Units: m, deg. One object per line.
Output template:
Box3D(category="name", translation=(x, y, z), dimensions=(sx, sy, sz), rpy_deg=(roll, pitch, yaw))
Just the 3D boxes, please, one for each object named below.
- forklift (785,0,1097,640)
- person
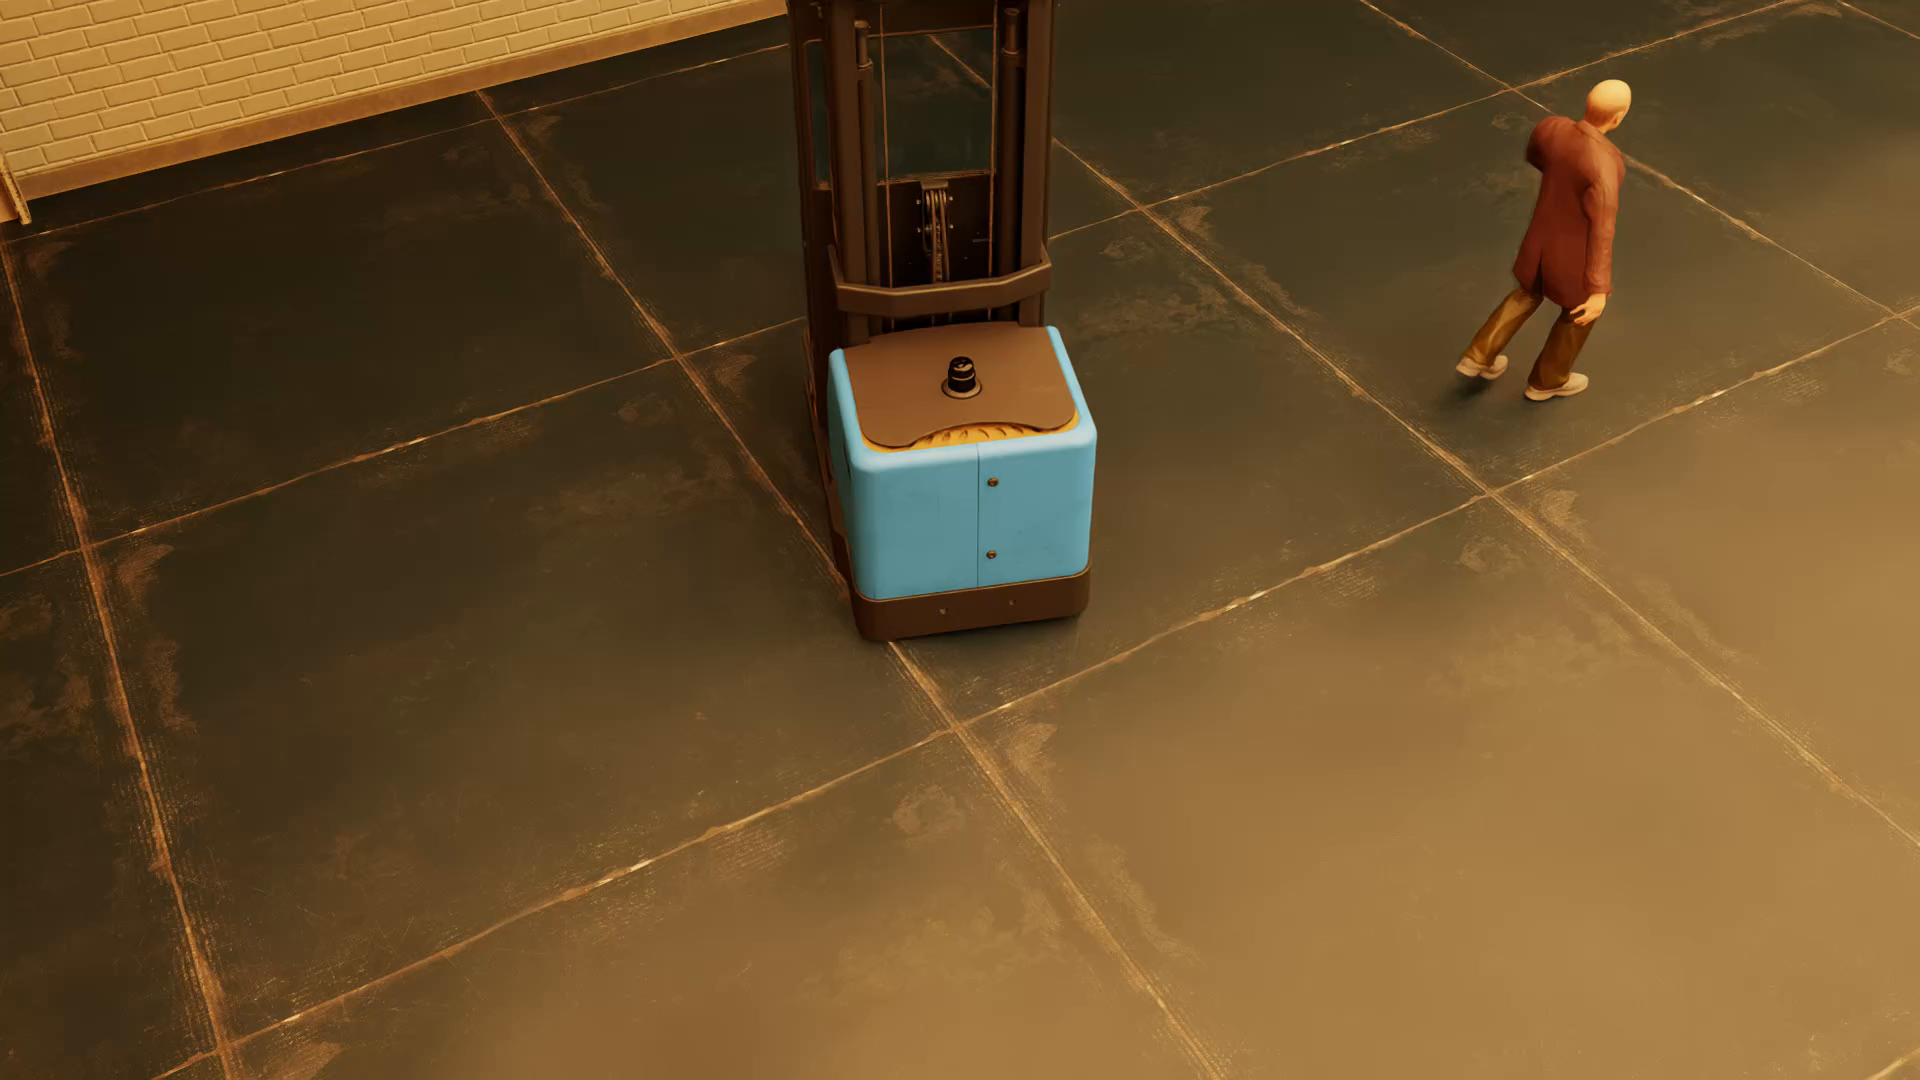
Box3D(category="forklift", translation=(-0.195, -1.647, 7.474), dimensions=(1.130, 2.935, 3.031), rpy_deg=(-7, 43, -8))
Box3D(category="person", translation=(2.937, -1.420, 8.096), dimensions=(0.746, 1.762, 0.913), rpy_deg=(-18, 46, -18))
